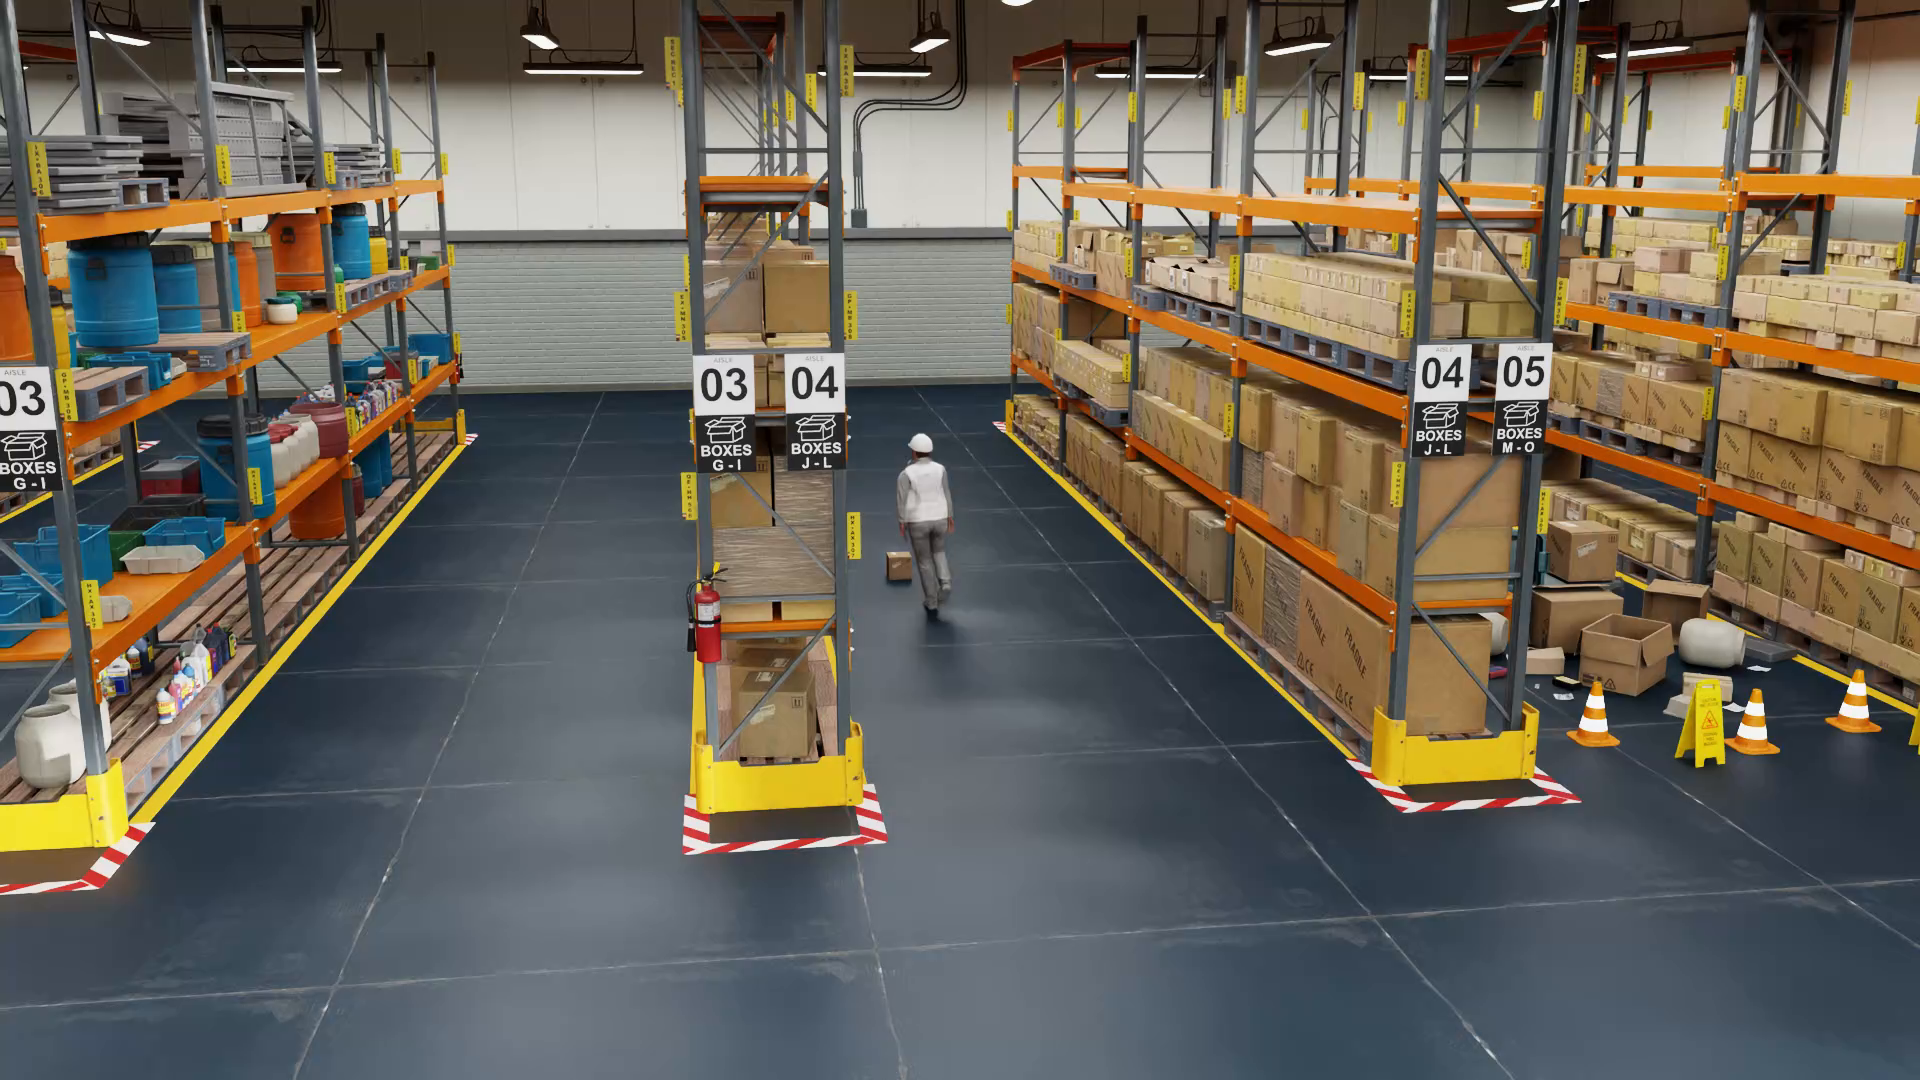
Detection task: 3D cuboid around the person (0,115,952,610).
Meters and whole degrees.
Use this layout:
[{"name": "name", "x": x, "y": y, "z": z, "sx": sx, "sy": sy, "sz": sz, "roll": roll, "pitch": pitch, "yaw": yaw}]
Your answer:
[{"name": "person", "x": -4.591, "y": -2.253, "z": 16.670, "sx": 8.125, "sy": 5.792, "sz": 11.319, "roll": -4, "pitch": 14, "yaw": -19}]
